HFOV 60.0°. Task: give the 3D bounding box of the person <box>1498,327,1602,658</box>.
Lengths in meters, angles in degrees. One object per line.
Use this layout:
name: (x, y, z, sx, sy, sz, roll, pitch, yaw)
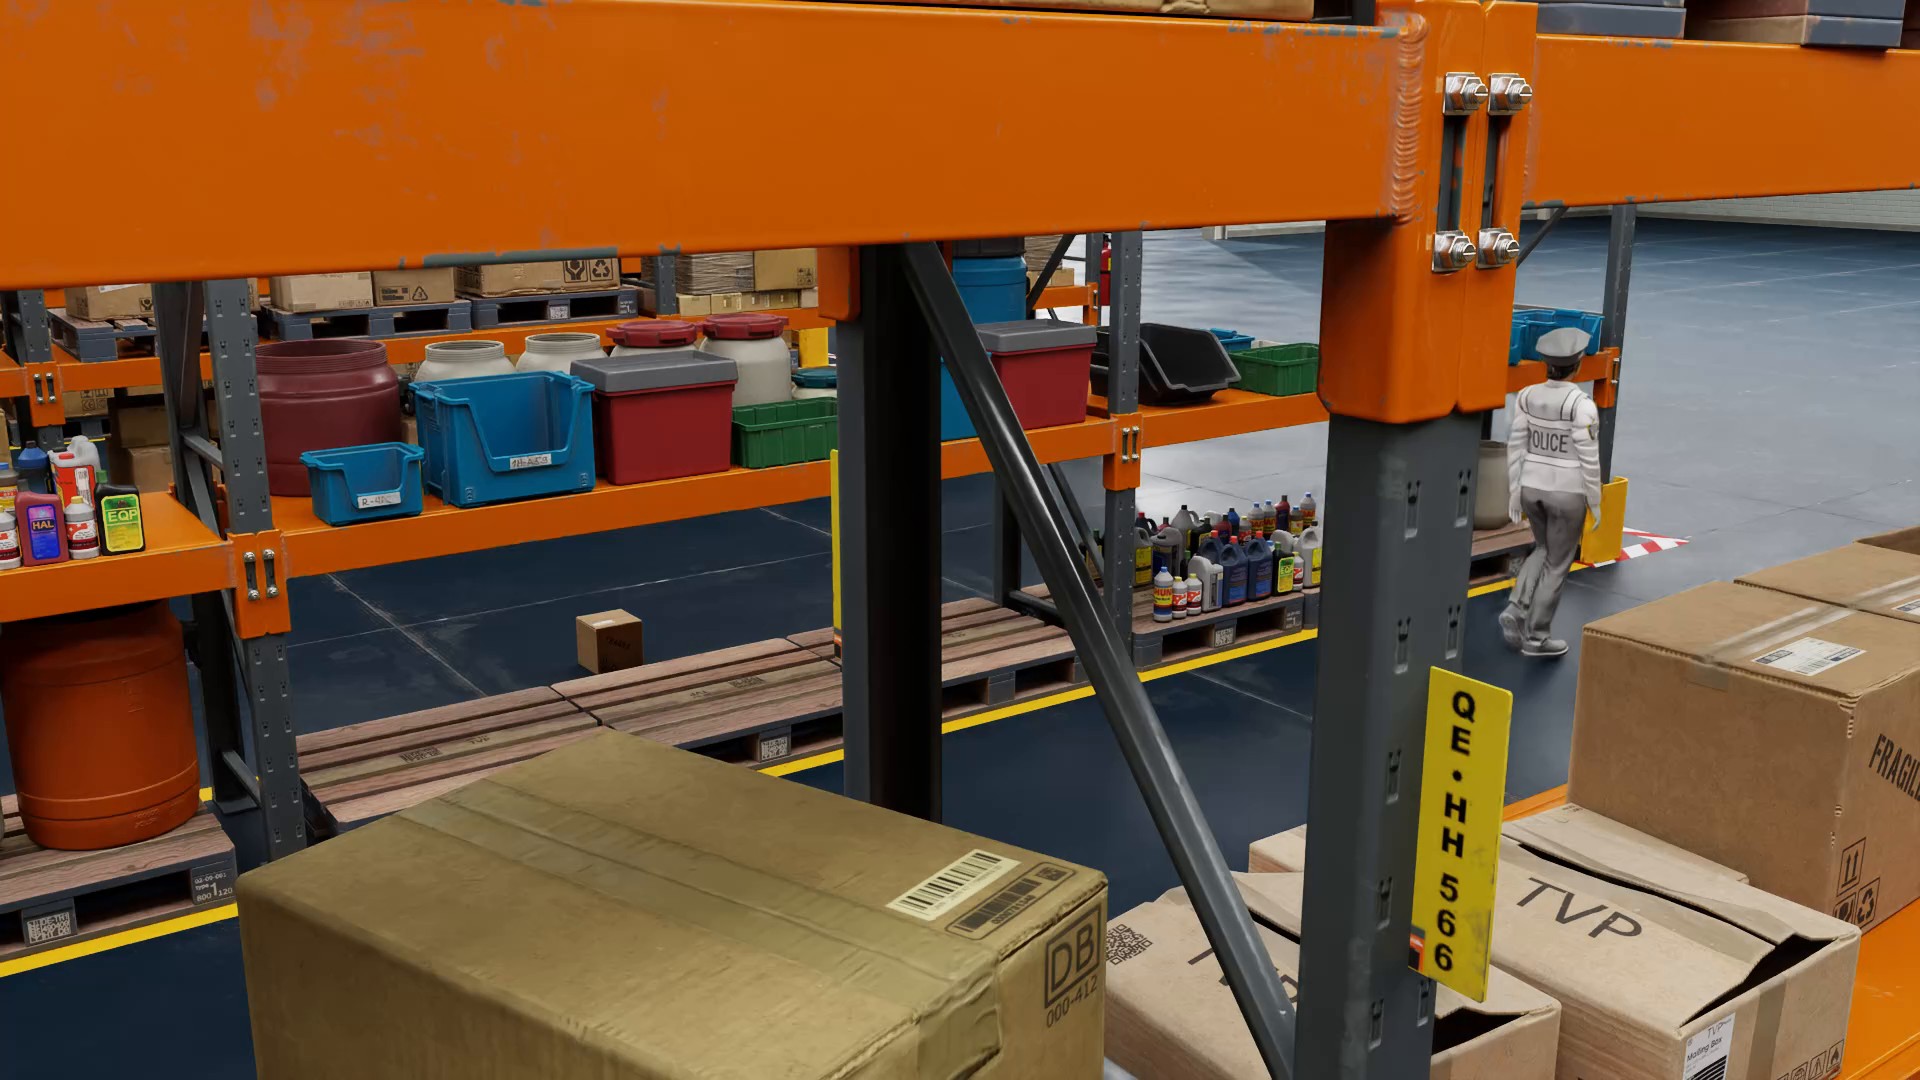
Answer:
person: (3.009, -0.223, 8.374, 0.430, 1.699, 0.479, -9, 17, -30)
